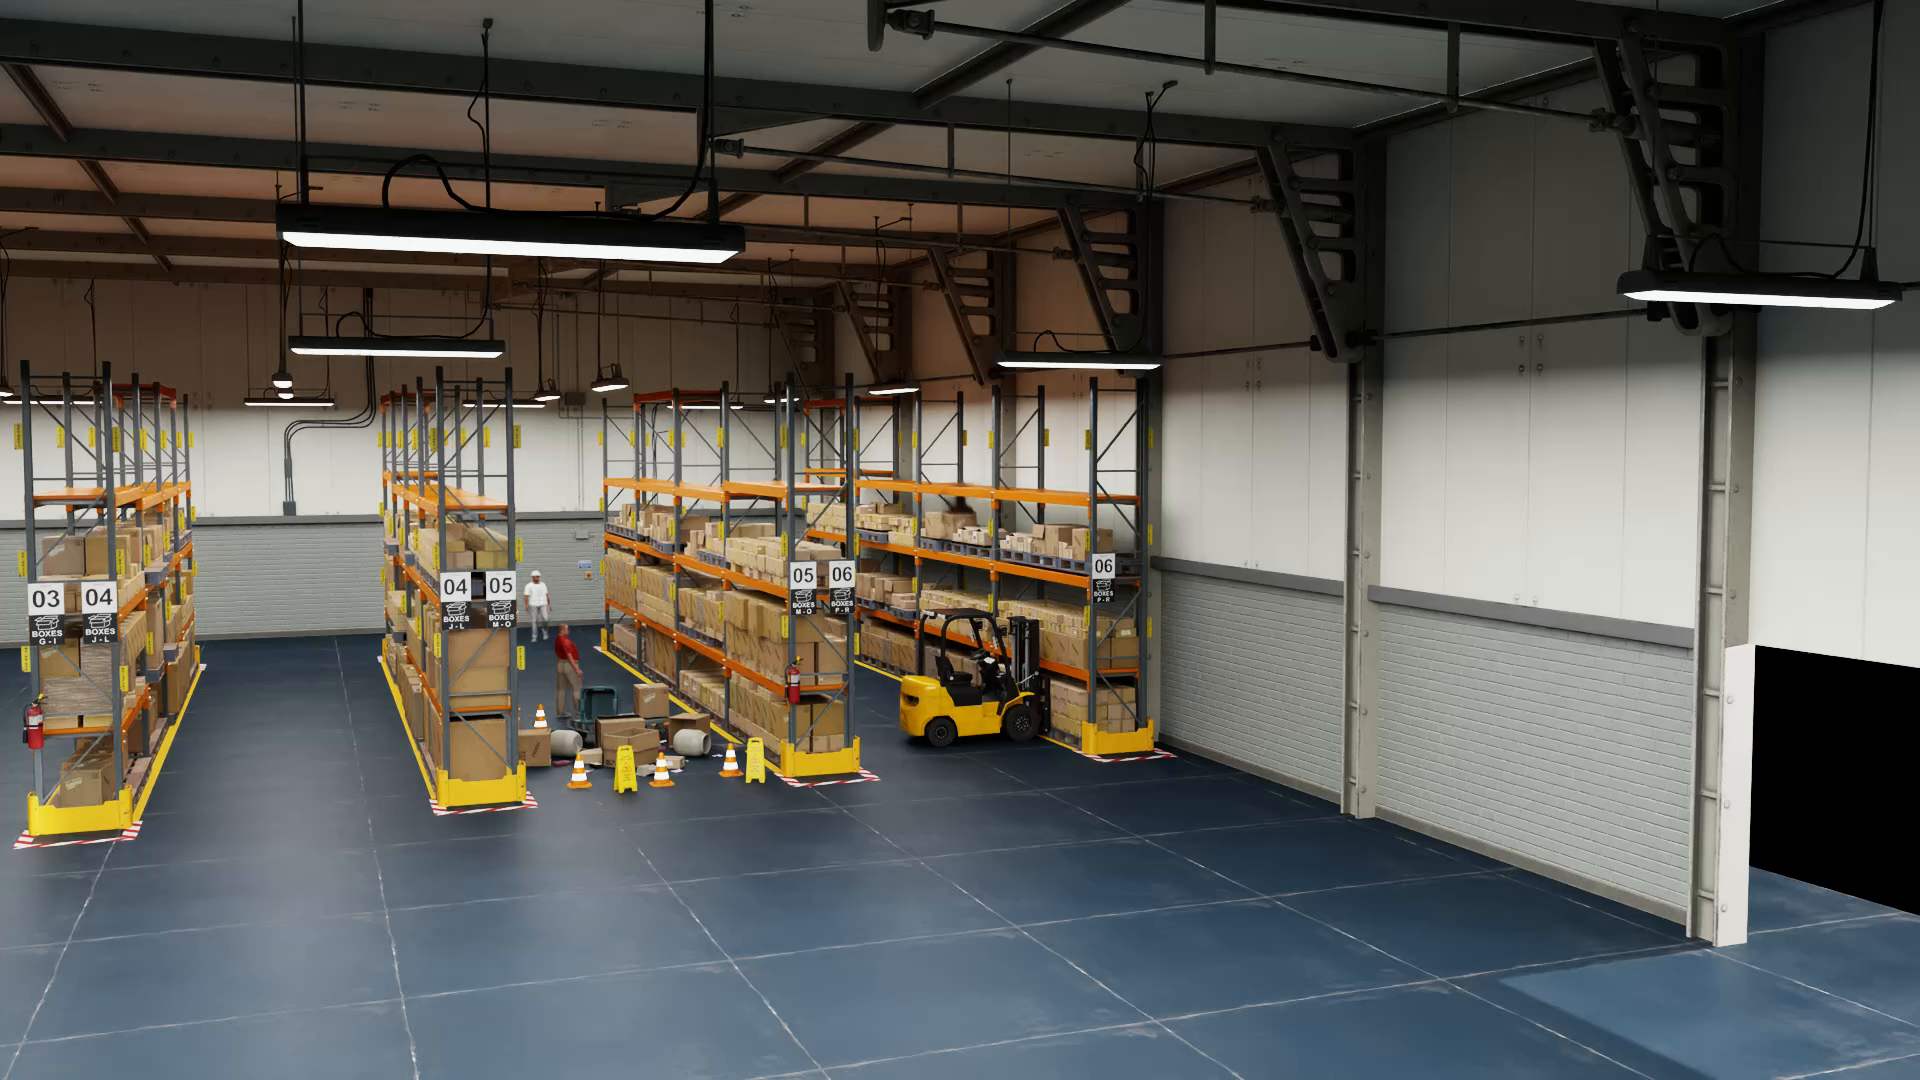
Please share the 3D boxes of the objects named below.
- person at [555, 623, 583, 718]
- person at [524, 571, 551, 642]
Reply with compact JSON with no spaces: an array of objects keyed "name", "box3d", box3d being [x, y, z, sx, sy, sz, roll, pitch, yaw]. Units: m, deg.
[{"name":"person","box3d":[-7.016,2.351,29.920,0.650,1.720,0.491,2,4,35]},{"name":"person","box3d":[-10.506,1.646,41.373,0.650,1.755,0.557,-1,4,-15]}]
